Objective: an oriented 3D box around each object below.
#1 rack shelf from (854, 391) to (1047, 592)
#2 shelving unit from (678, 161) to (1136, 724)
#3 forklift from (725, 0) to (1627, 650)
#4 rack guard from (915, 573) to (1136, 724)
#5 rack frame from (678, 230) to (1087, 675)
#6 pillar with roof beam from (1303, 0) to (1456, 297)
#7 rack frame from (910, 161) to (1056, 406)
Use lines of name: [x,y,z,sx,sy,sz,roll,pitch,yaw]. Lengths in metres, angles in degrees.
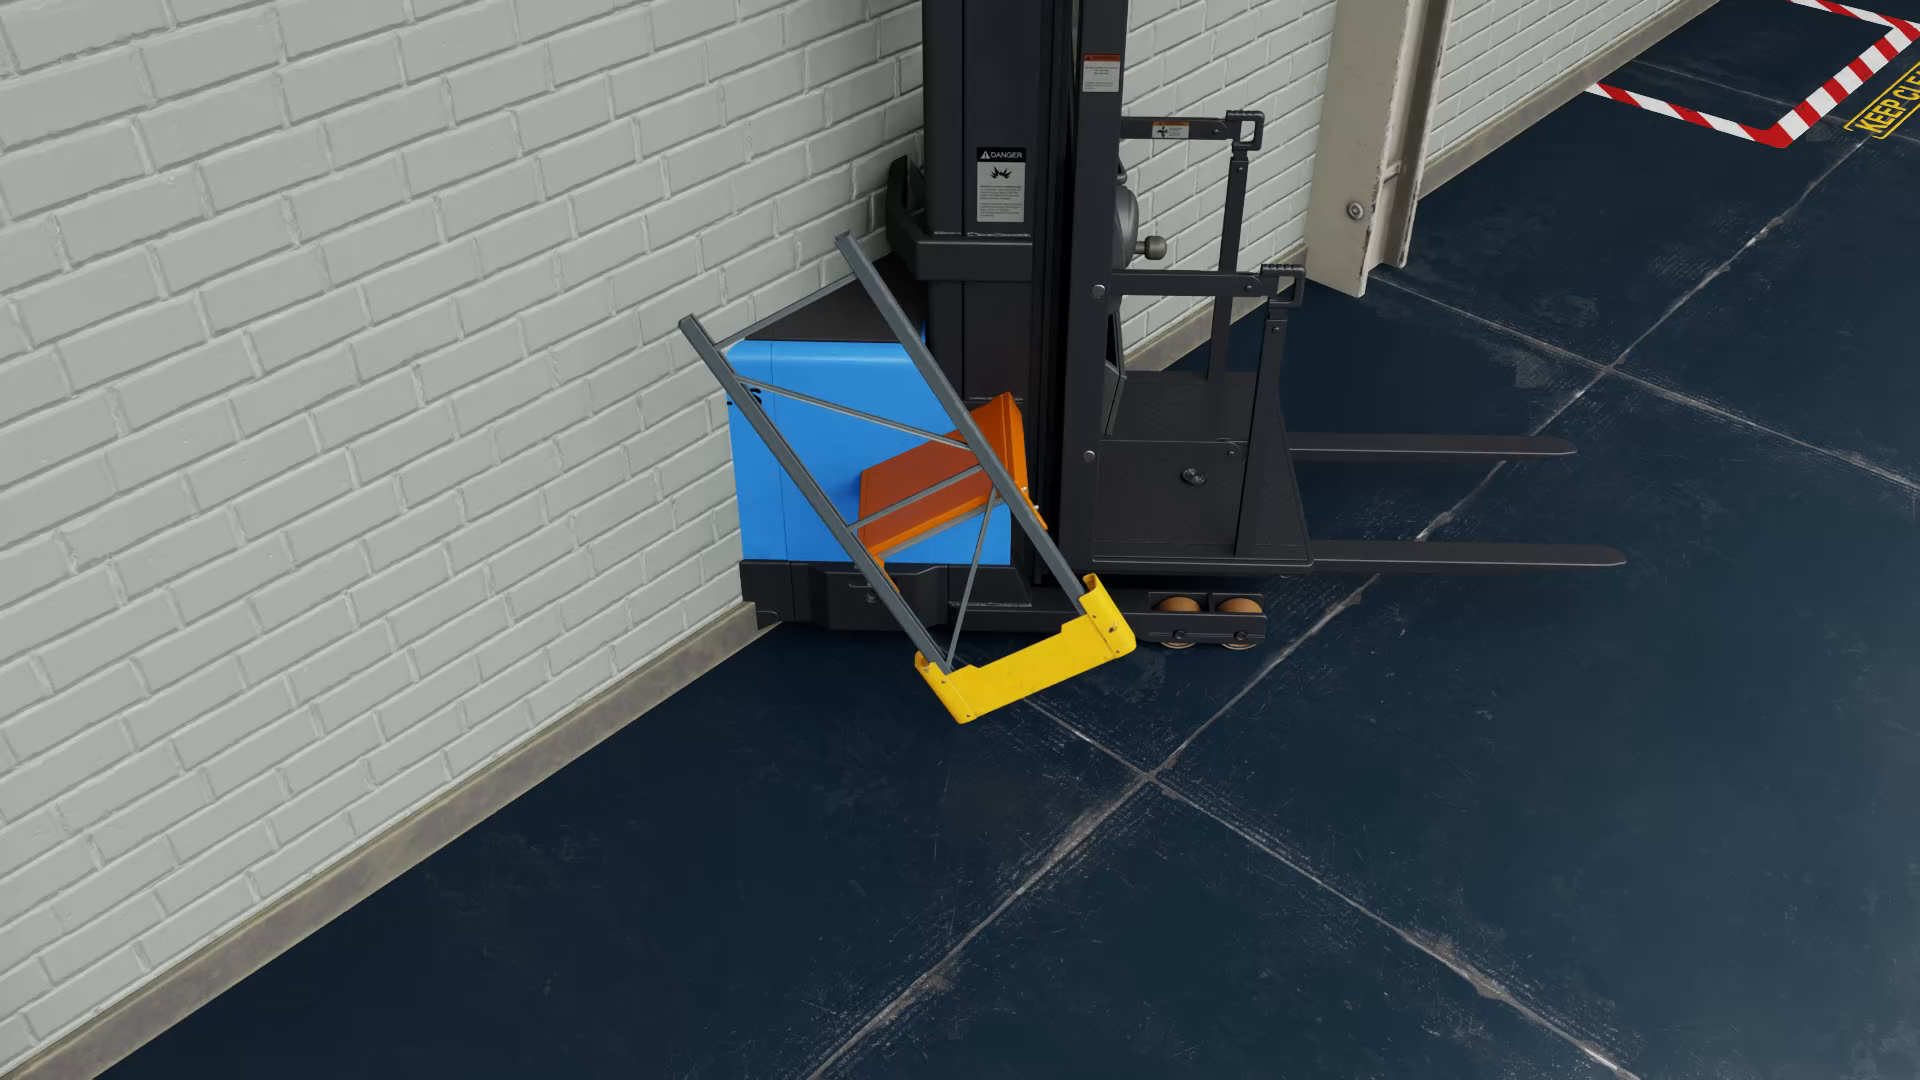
rack shelf: [-0.037,-0.281,4.963,0.538,0.185,1.000,-25,32,16]
shelving unit: [-0.125,-0.413,4.878,0.587,1.500,1.083,-25,32,16]
forklift: [0.624,-1.135,4.823,3.031,2.935,1.130,1,39,1]
rack guard: [0.187,0.318,4.795,0.587,0.250,0.087,-25,32,16]
rack frame: [-0.118,-0.111,4.458,0.500,1.500,0.032,-25,32,16]
pillar with roof beam: [4.882,-2.895,2.160,9.100,9.000,0.400,30,47,32]
rack frame: [-0.132,-0.704,5.284,0.500,1.500,0.032,-25,32,16]
